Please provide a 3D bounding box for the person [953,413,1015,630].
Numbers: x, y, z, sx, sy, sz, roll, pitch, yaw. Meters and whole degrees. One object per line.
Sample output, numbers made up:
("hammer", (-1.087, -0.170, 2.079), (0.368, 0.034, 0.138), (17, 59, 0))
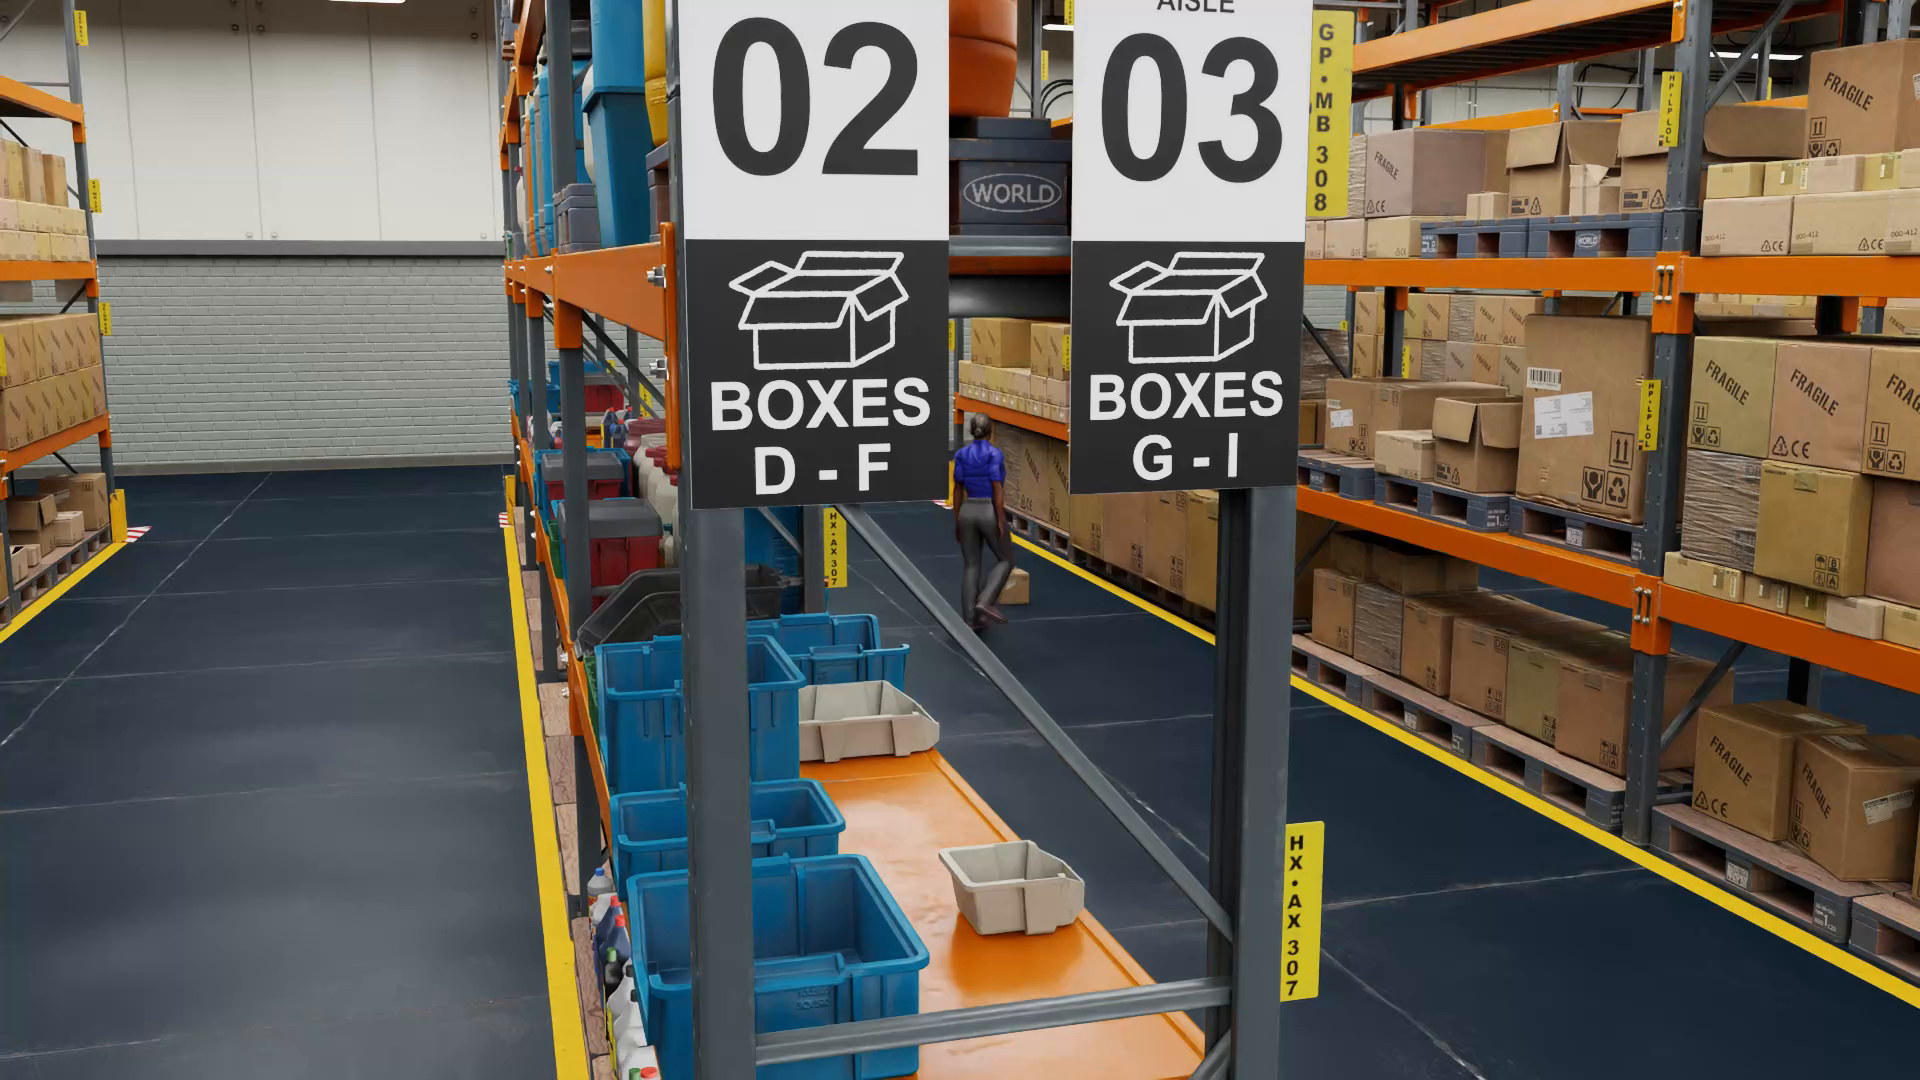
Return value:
("person", (0.157, -0.139, 12.669), (0.501, 1.648, 0.454), (5, 11, 28))
